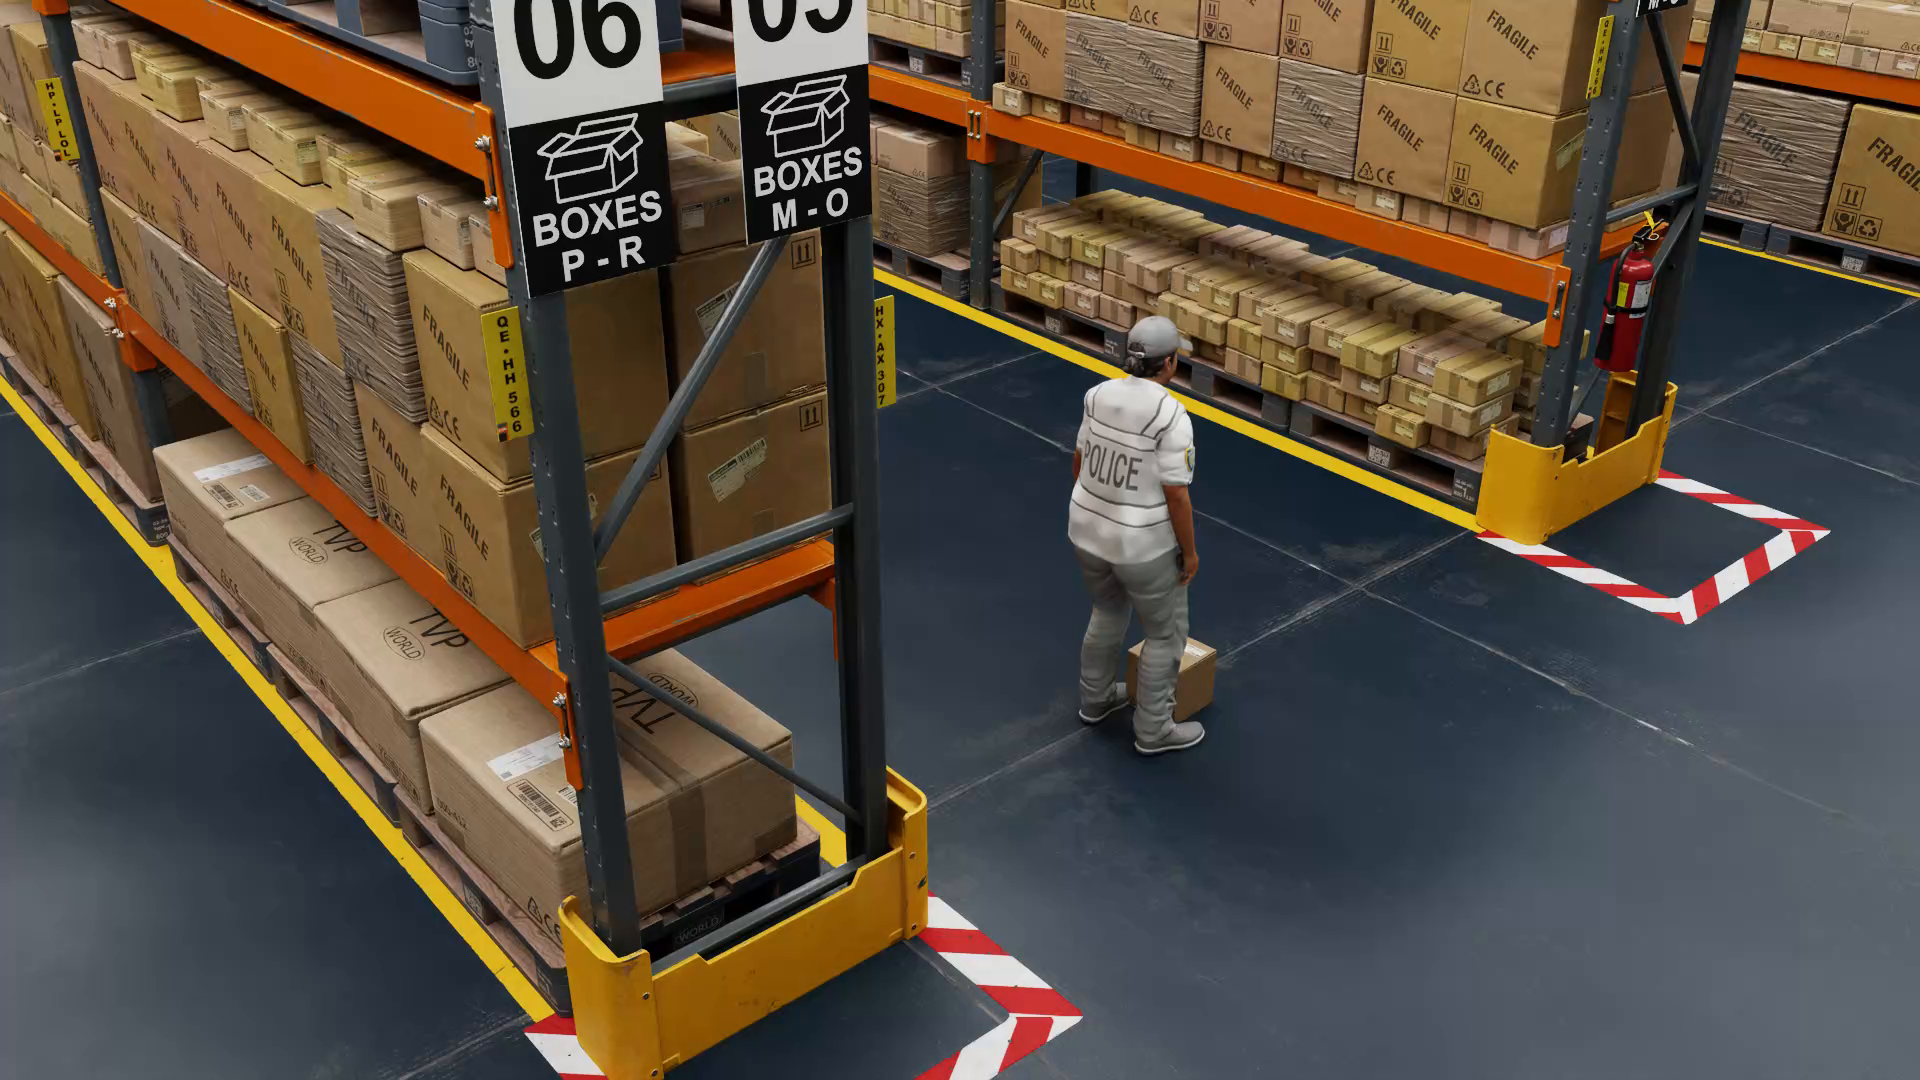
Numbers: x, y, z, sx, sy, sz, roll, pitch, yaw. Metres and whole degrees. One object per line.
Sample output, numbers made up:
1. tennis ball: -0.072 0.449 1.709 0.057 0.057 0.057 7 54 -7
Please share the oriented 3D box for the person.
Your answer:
1. person: 0.678 -0.007 6.128 0.469 1.666 0.530 -25 37 -38
